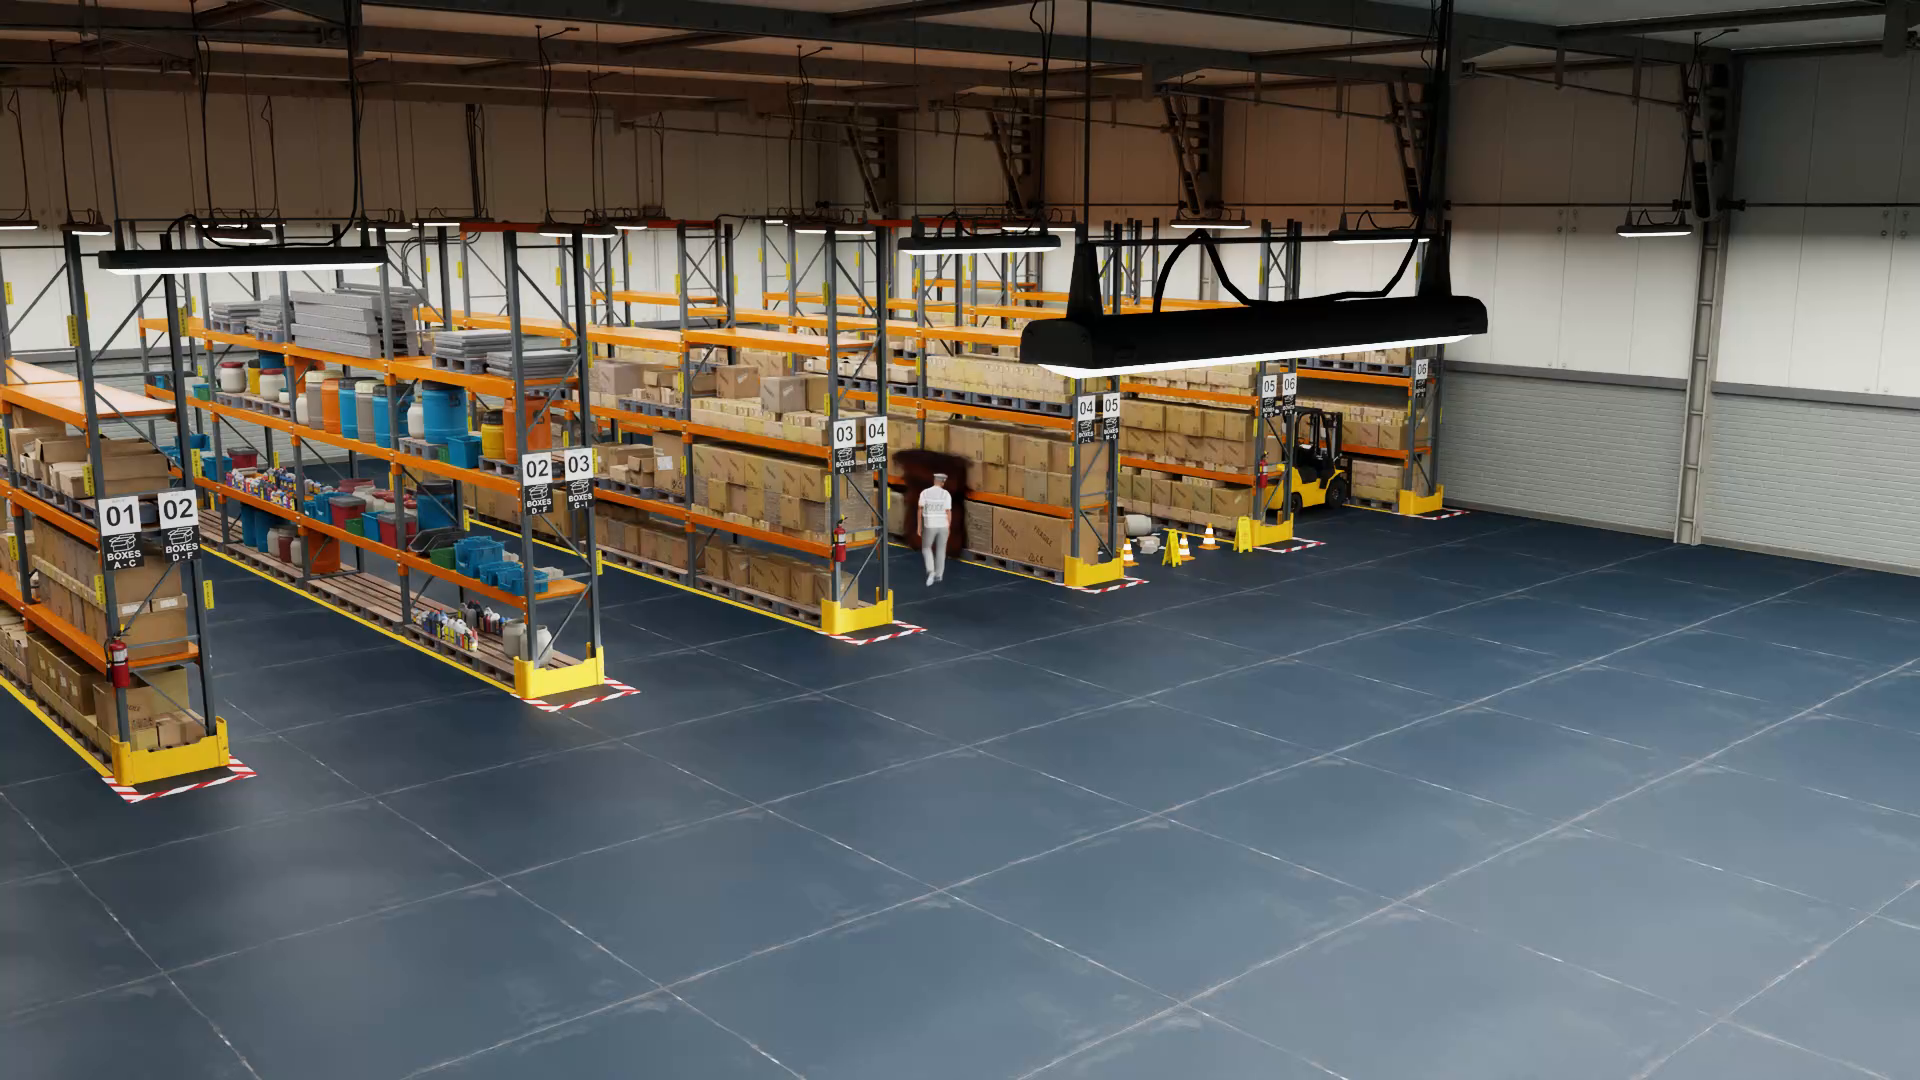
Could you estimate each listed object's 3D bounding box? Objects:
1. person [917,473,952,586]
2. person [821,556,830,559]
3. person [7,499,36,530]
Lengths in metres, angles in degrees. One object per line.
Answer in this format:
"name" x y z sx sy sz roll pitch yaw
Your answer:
"person" -0.416 -0.158 26.899 0.561 1.812 0.507 -1 12 -7
"person" -2.292 -0.535 28.641 0.472 1.786 0.605 0 11 -1
"person" -16.820 -0.455 29.965 0.974 1.621 0.582 11 16 43
